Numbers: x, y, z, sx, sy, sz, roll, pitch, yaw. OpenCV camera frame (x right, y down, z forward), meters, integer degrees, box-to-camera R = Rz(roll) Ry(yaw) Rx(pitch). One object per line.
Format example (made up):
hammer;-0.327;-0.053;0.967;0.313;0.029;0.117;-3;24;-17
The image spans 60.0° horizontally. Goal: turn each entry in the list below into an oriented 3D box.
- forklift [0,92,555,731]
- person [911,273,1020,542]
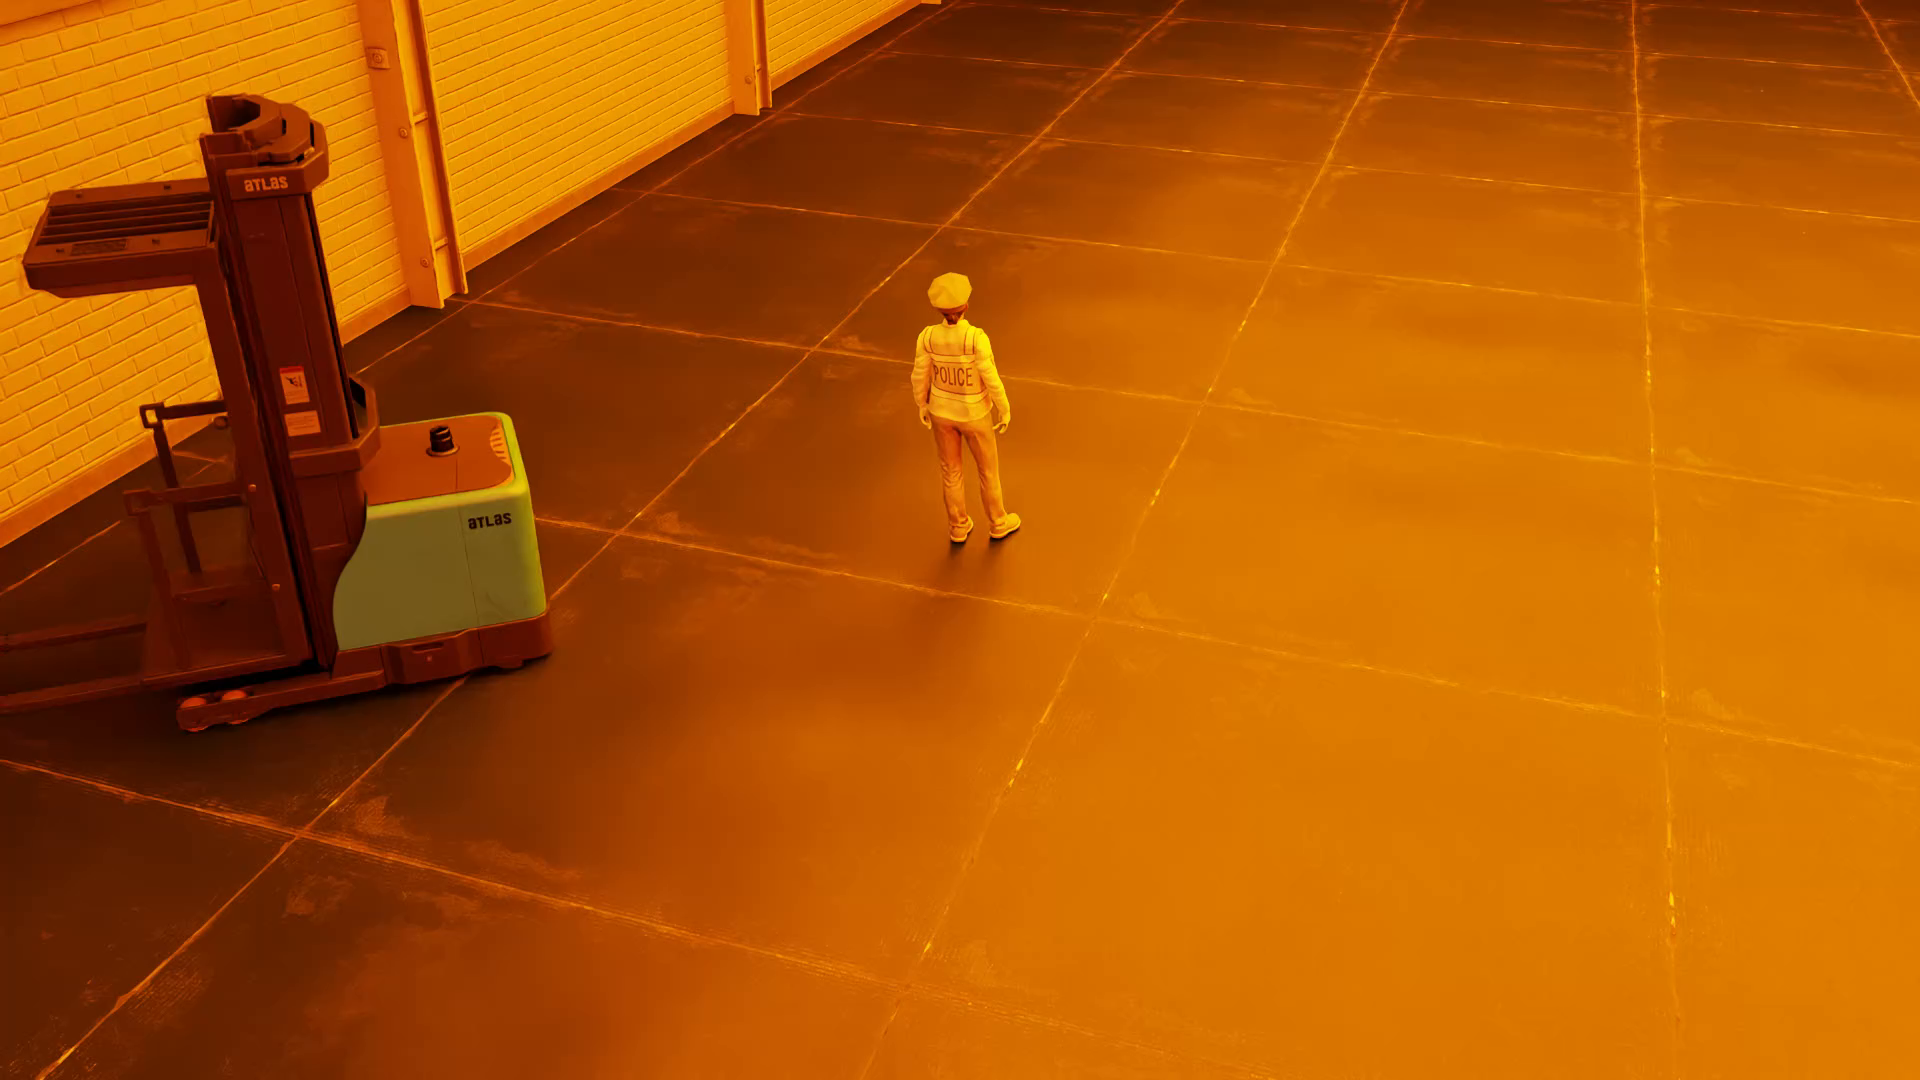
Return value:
forklift;-3.757;-0.602;8.192;3.031;2.935;1.130;-10;31;-17
person;0.028;-0.773;9.726;0.587;1.696;0.534;10;31;16
